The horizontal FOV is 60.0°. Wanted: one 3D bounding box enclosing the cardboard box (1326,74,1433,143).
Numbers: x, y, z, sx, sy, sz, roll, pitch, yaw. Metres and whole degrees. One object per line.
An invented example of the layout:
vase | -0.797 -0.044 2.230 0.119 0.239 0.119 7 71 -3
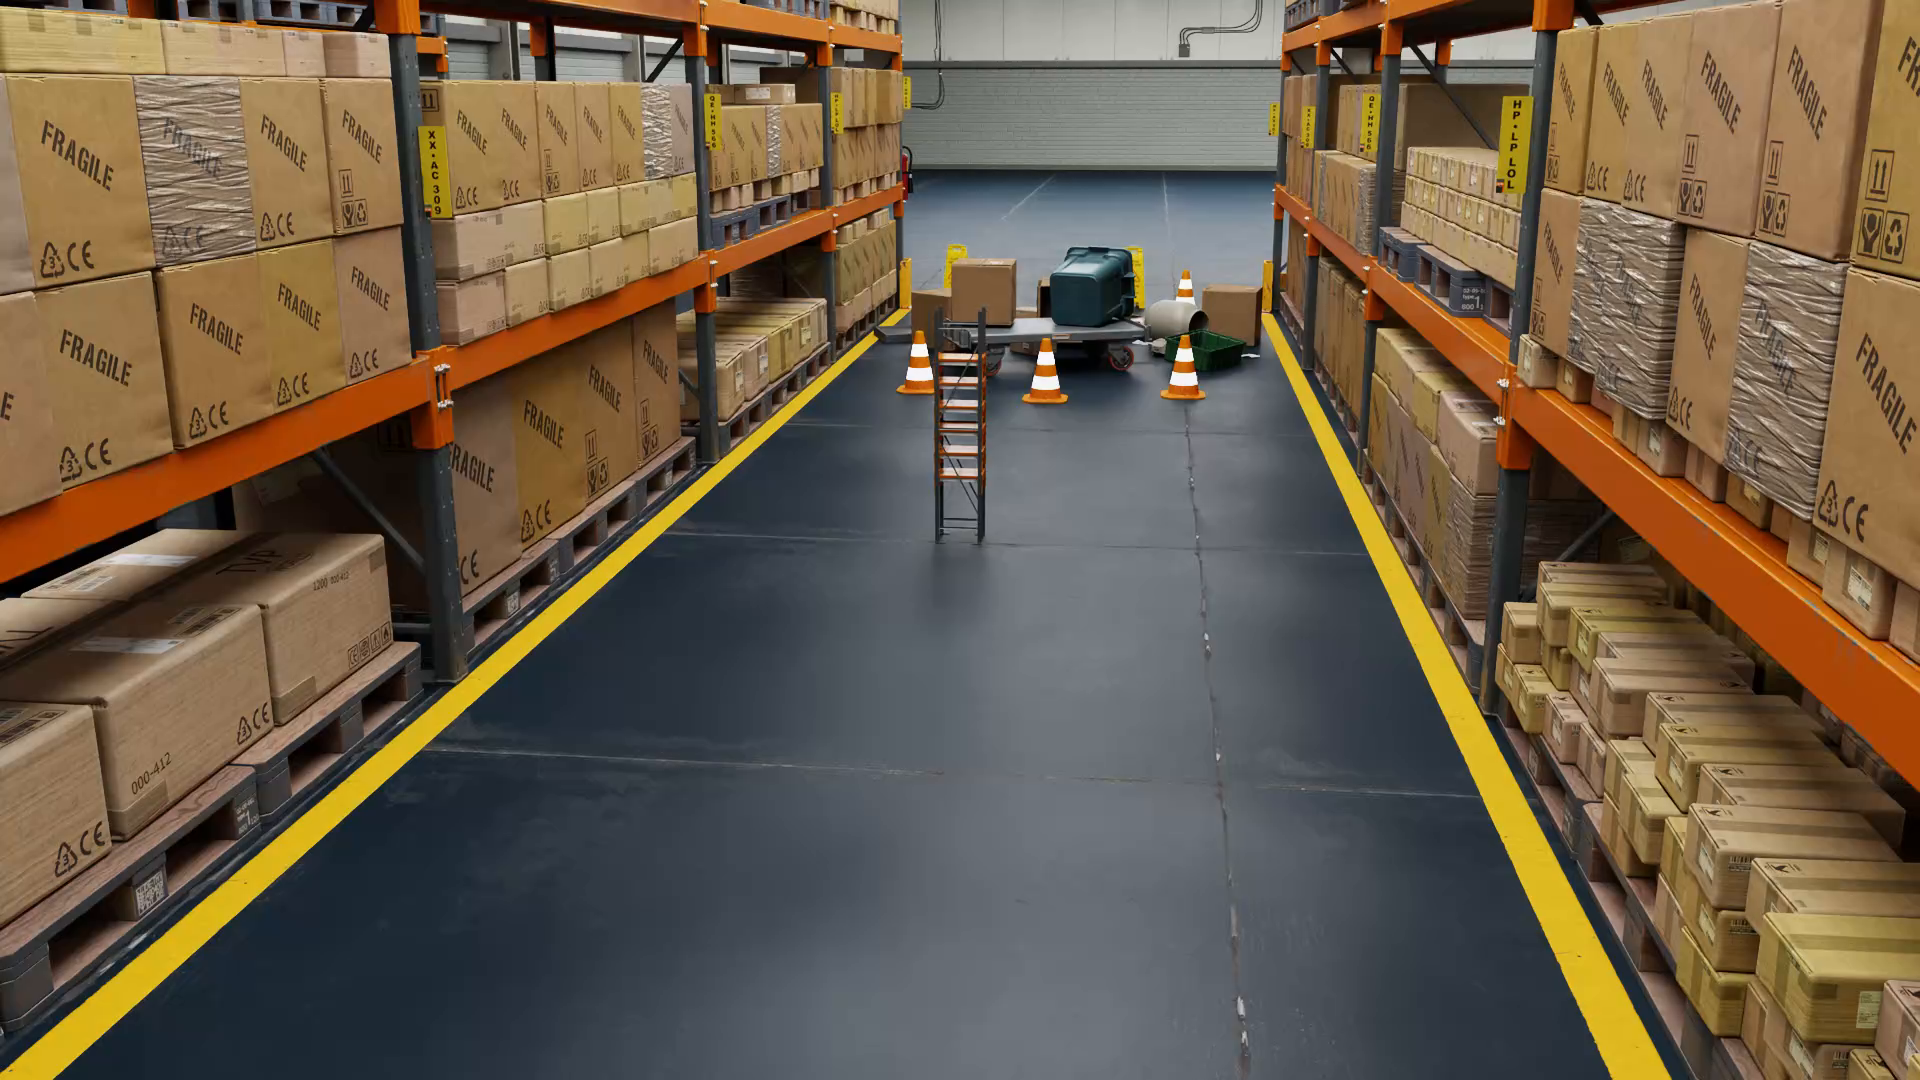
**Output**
cardboard box | 3.438 -3.548 13.680 0.875 0.550 0.550 2 15 6

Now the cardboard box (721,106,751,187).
cardboard box | -1.686 -2.582 10.897 0.500 0.500 0.500 2 15 9

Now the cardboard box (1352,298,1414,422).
cardboard box | 3.069 -1.094 10.467 1.050 0.750 0.750 1 15 5

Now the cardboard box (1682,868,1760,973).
cardboard box | 1.887 0.868 3.793 0.380 0.149 0.250 2 15 7

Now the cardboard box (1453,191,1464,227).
cardboard box | 2.487 -1.524 7.657 0.380 0.149 0.250 2 15 8

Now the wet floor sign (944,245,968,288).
wet floor sign | -0.031 -2.898 18.143 0.267 0.644 0.232 7 17 25

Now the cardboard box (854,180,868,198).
cardboard box | -1.059 -3.262 15.459 0.380 0.149 0.250 2 15 7

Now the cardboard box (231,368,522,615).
cardboard box | -2.480 -0.244 7.086 0.875 0.875 0.875 2 15 8

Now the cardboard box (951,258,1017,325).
cardboard box | 0.205 -2.093 13.995 0.500 0.500 0.500 2 15 6

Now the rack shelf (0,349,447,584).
rack shelf | -2.696 -0.038 4.435 1.077 0.370 4.000 2 15 6

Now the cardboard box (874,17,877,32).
cardboard box | -1.013 -4.979 16.065 0.380 0.149 0.250 2 15 6

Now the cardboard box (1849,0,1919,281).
cardboard box | 1.870 -0.679 2.750 0.500 0.500 0.500 1 15 4

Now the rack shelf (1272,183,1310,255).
rack shelf | 3.588 -3.031 15.503 1.077 0.370 4.000 2 15 6

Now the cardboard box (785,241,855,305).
cardboard box | -1.232 -2.362 14.676 0.500 0.500 0.500 2 15 9

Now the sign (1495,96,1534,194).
sign | 1.908 -1.359 5.723 0.100 0.325 0.005 2 15 6

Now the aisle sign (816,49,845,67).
aisle sign | -1.417 -5.297 17.524 0.394 0.787 0.004 2 15 6

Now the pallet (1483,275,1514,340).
pallet | 2.691 -0.886 6.560 1.003 0.211 1.213 2 15 6

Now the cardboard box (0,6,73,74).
cardboard box | -2.389 -1.196 3.988 0.380 0.149 0.250 1 15 5

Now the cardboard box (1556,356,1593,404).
cardboard box | 2.147 -0.530 5.358 0.380 0.149 0.250 2 15 8

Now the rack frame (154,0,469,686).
rack frame | -2.470 -0.904 6.260 1.000 3.000 0.127 2 15 6

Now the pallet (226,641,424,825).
pallet | -2.634 0.637 5.903 1.003 0.211 1.213 2 15 6

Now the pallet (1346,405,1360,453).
pallet | 3.075 -0.678 10.766 1.003 0.211 1.213 2 15 6

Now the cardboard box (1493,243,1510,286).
cardboard box | 2.367 -1.107 6.686 0.380 0.149 0.250 2 15 6

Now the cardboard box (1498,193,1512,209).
cardboard box | 2.372 -1.400 6.630 0.380 0.149 0.250 1 15 4

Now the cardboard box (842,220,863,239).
cardboard box | -1.103 -2.839 15.198 0.380 0.149 0.250 2 15 8

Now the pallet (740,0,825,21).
pallet | -1.743 -4.180 12.986 1.213 0.211 1.003 2 15 6

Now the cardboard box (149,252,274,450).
cardboard box | -2.363 -0.560 4.796 0.500 0.500 0.500 1 15 5

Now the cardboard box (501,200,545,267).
cardboard box | -2.109 -1.315 7.109 0.500 0.250 0.500 2 15 7

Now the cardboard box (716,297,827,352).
cardboard box | -1.624 -1.777 13.718 0.950 0.372 0.625 2 15 7

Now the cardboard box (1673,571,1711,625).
cardboard box | 2.678 0.202 5.687 0.380 0.149 0.250 2 15 8

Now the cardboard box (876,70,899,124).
cardboard box | -0.976 -4.286 16.089 0.700 0.500 0.500 2 15 6

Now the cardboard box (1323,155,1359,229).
cardboard box | 2.921 -2.519 12.039 0.500 0.500 0.500 2 15 6

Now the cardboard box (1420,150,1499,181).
cardboard box | 2.607 -1.943 8.639 0.380 0.149 0.250 2 15 6

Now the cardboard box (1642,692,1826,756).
cardboard box | 2.080 0.527 4.485 0.380 0.149 0.250 1 15 4

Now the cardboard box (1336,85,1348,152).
cardboard box | 3.312 -3.262 12.870 0.700 0.500 0.500 1 15 5

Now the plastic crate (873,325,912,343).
plastic crate | -0.575 -1.953 15.731 0.402 0.080 0.583 -4 16 -13

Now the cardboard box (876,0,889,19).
cardboard box | -0.977 -5.265 16.358 0.500 0.250 0.500 1 15 5

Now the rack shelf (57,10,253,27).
rack shelf | -6.725 -3.706 12.254 1.077 0.370 4.000 2 15 6

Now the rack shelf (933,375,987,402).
rack shelf | 0.002 -0.772 8.468 0.258 0.103 0.180 2 15 6

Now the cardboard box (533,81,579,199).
cardboard box | -2.046 -1.804 7.479 0.500 0.500 0.500 1 15 5

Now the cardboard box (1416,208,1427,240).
cardboard box | 2.600 -1.654 8.709 0.380 0.149 0.250 2 15 9

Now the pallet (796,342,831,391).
pallet | -1.654 -1.431 13.550 1.003 0.211 1.213 2 15 6

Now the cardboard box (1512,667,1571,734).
cardboard box | 2.069 0.543 5.565 0.380 0.149 0.250 2 15 8

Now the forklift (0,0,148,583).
forklift | -5.039 -1.505 8.613 1.130 2.935 3.031 -8 17 -26

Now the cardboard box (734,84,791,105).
cardboard box | -1.467 -3.310 12.346 0.380 0.149 0.250 1 15 4

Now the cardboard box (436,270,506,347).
cardboard box | -2.158 -0.938 6.673 0.500 0.250 0.500 1 15 5

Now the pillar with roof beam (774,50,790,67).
pillar with roof beam | -0.037 -13.002 39.505 9.100 9.000 0.400 2 15 6

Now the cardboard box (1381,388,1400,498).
cardboard box | 2.525 -0.512 8.792 0.500 0.500 0.500 2 15 7

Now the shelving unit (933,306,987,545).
shelving unit | 0.002 -0.583 8.519 0.258 1.200 0.189 2 15 6

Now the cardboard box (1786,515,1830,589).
cardboard box | 1.908 0.018 3.331 0.380 0.149 0.250 1 15 4

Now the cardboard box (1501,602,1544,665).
cardboard box | 2.101 0.330 5.783 0.380 0.149 0.250 2 15 9

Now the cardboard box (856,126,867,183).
cardboard box | -1.138 -3.538 15.237 0.500 0.500 0.500 2 15 6

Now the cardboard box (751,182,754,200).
cardboard box | -1.661 -2.454 11.667 0.380 0.149 0.250 2 15 8
